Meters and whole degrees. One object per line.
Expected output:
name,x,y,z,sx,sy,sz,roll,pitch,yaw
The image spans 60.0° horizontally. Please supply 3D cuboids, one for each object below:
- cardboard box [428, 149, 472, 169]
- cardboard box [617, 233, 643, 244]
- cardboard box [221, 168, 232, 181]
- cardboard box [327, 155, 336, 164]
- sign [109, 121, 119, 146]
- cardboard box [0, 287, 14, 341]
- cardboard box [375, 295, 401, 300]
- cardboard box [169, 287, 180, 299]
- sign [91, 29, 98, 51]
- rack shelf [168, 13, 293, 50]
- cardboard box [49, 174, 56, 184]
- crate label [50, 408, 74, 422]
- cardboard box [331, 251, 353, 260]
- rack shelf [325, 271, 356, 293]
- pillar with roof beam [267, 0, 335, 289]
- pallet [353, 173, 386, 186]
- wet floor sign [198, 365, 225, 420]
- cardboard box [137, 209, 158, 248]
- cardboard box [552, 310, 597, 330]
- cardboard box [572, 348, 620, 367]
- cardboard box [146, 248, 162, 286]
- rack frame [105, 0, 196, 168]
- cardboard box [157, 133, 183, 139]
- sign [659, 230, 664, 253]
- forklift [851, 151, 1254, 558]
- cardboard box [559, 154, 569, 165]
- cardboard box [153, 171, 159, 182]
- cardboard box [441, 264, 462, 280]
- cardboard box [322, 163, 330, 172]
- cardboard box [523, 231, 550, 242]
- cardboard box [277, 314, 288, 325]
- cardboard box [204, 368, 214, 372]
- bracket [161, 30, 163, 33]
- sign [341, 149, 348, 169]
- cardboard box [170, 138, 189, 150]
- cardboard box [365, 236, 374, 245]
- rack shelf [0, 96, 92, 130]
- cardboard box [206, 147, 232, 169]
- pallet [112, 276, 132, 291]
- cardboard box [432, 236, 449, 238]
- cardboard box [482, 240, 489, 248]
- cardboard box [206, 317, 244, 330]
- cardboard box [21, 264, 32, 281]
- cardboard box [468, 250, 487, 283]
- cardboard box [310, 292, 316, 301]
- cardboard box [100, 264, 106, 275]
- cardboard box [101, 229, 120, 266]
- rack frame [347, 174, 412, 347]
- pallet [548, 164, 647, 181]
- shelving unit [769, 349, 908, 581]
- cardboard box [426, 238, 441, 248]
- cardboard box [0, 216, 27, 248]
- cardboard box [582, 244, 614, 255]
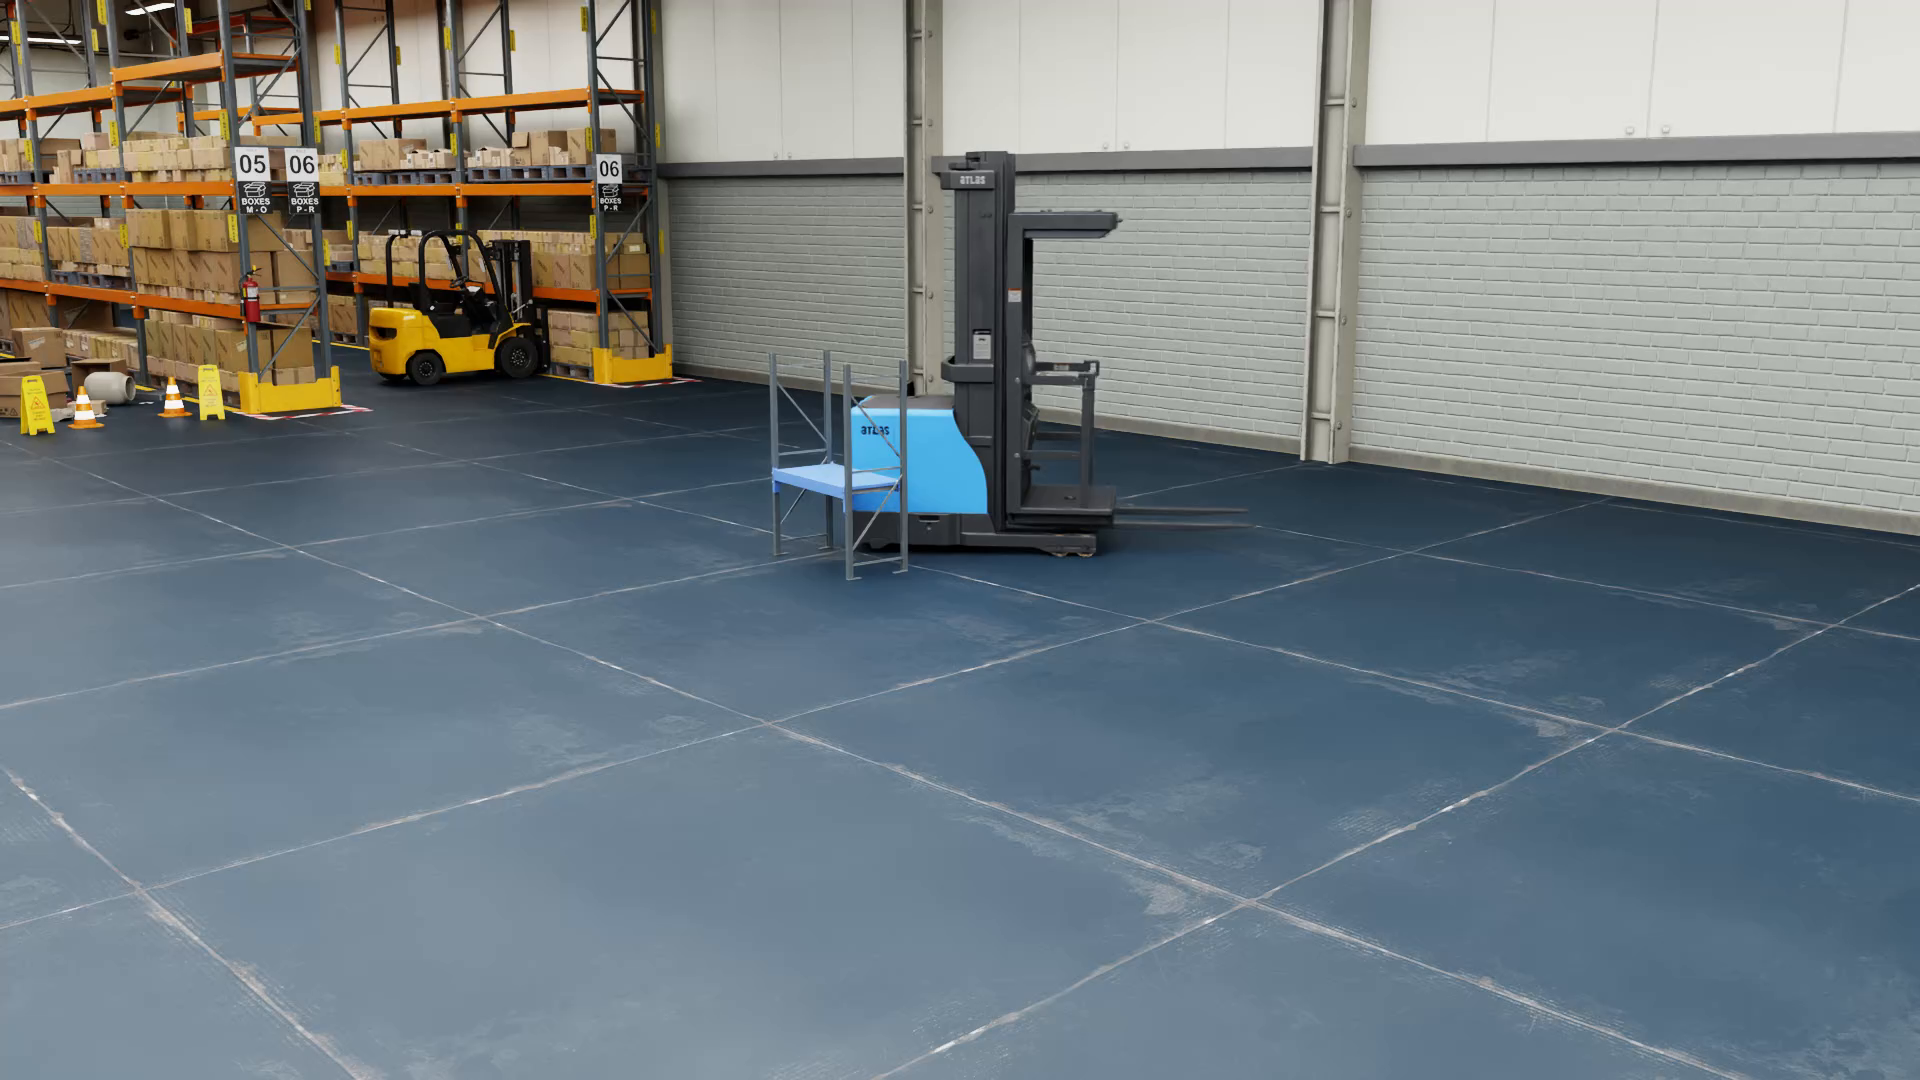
cardboard box,-8.203,-6.137,26.765,0.500,0.311,0.500,11,16,43
cardboard box,-4.842,-4.393,24.206,0.380,0.149,0.250,-11,16,-44
cardboard box,-8.801,-4.468,20.356,0.380,0.149,0.250,-11,16,-42
cardboard box,-11.066,-6.799,29.694,0.250,0.149,0.380,11,16,43
sign,-11.513,-5.530,22.631,0.100,0.325,0.005,-11,16,-43
cardboard box,-16.153,-3.946,28.857,0.875,0.875,0.875,-10,15,-41
cardboard box,-10.424,-4.388,30.321,0.380,0.149,0.250,-10,15,-40
cardboard box,-10.252,-3.291,22.076,0.380,0.149,0.250,-11,16,-42
sign,-13.491,-7.788,25.903,0.100,0.325,0.005,-11,16,-43
rack shelf,-14.433,-10.058,32.979,1.077,0.370,4.000,-11,16,-43
cardboard box,-13.782,-5.553,25.621,0.380,0.149,0.250,-11,16,-43
crate label,-10.738,-1.492,19.814,0.298,0.136,0.250,3,12,16
cardboard box,-11.021,-5.094,29.785,0.380,0.149,0.250,-11,16,-42
rack shelf,-11.671,-4.909,31.086,1.077,0.370,4.000,-11,16,-43
pillar with roof beam,-15.994,-8.118,30.016,9.100,9.000,0.548,-11,16,-43
pallet,-9.756,-6.259,28.893,1.213,0.211,1.003,-10,15,-40
wet floor sign,-8.995,-1.779,19.949,0.267,0.644,0.232,-5,13,-23
cardboard box,-10.631,-4.205,22.427,0.700,0.500,0.500,-11,16,-42
cardboard box,-5.665,-3.248,24.537,0.500,0.250,0.500,-11,16,-42
cardboard box,-5.318,-2.685,24.284,0.500,0.250,0.500,-11,16,-42
cardboard box,-10.649,-3.715,22.523,0.500,0.500,0.500,-11,16,-43
rack frame,-11.115,-6.631,22.798,1.000,3.000,0.127,-11,16,-43
cardboard box,-11.580,-5.752,24.054,0.500,0.250,0.500,-11,16,-44
sign,-4.359,-4.341,24.205,0.100,0.325,0.005,-11,16,-43
forklift,0.708,-1.419,12.536,3.031,2.935,1.130,1,12,6
cardboard box,-5.557,-5.481,23.981,0.250,0.149,0.380,11,16,44
cardboard box,-10.541,-4.851,22.211,0.380,0.149,0.250,-10,15,-41
cardboard box,-8.064,-4.349,26.958,0.500,0.250,0.500,-10,16,-41
cardboard box,-11.239,-6.691,29.904,0.380,0.149,0.250,-11,16,-43
cardboard box,-6.390,-4.599,25.207,0.380,0.149,0.250,-11,16,-42
cardboard box,-12.880,-4.432,32.145,0.500,0.500,0.500,-10,15,-40
cardboard box,-9.457,-2.125,21.568,0.500,0.250,0.500,-11,16,-42
bracket,-17.568,-11.368,36.868,0.235,0.232,0.430,-11,16,-43
sign,-10.683,-6.616,28.876,0.100,0.325,0.005,-11,16,-43
cardboard box,-9.883,-5.073,21.315,0.380,0.149,0.250,-10,16,-41
cardboard box,-10.097,-5.209,28.908,0.380,0.149,0.250,-10,16,-41
rack shelf,-15.258,-6.959,27.161,1.077,0.370,4.000,-11,16,-43
cardboard box,-8.900,-4.688,20.432,0.500,0.250,0.500,-11,16,-43
pallet,-11.537,-3.731,24.062,1.003,0.211,1.213,-11,16,-43
cardboard box,-8.844,-5.095,28.353,0.380,0.149,0.250,-10,15,-41
cardboard box,-7.317,-4.631,26.101,0.380,0.149,0.250,-10,16,-41
cardboard box,-9.396,-2.778,21.269,0.380,0.149,0.250,-10,15,-41
cardboard box,-14.778,-4.313,26.786,0.500,0.250,0.500,-11,16,-42
cardboard box,-7.410,-4.333,26.262,0.500,0.500,0.500,11,16,44
cardboard box,-12.049,-4.581,31.258,0.380,0.149,0.250,-10,15,-41
cardboard box,-12.221,-3.923,24.099,0.380,0.149,0.250,-11,16,-42
cardboard box,-11.943,-4.201,23.843,0.500,0.500,0.500,-11,16,-42
rack frame,-10.289,-4.969,29.597,1.000,3.000,0.127,-11,16,-43
pallet,-5.234,-5.334,24.154,1.003,0.211,1.213,-11,16,-43
shelving unit,-0.877,-0.565,11.939,0.538,1.500,1.048,-8,14,-35
cardboard box,-8.523,-4.869,27.255,0.250,0.149,0.380,11,16,43
cardboard box,-15.466,-5.076,27.392,0.500,0.500,0.500,-11,16,-43
cardboard box,-5.207,-4.180,23.910,0.380,0.149,0.250,-11,16,-42
